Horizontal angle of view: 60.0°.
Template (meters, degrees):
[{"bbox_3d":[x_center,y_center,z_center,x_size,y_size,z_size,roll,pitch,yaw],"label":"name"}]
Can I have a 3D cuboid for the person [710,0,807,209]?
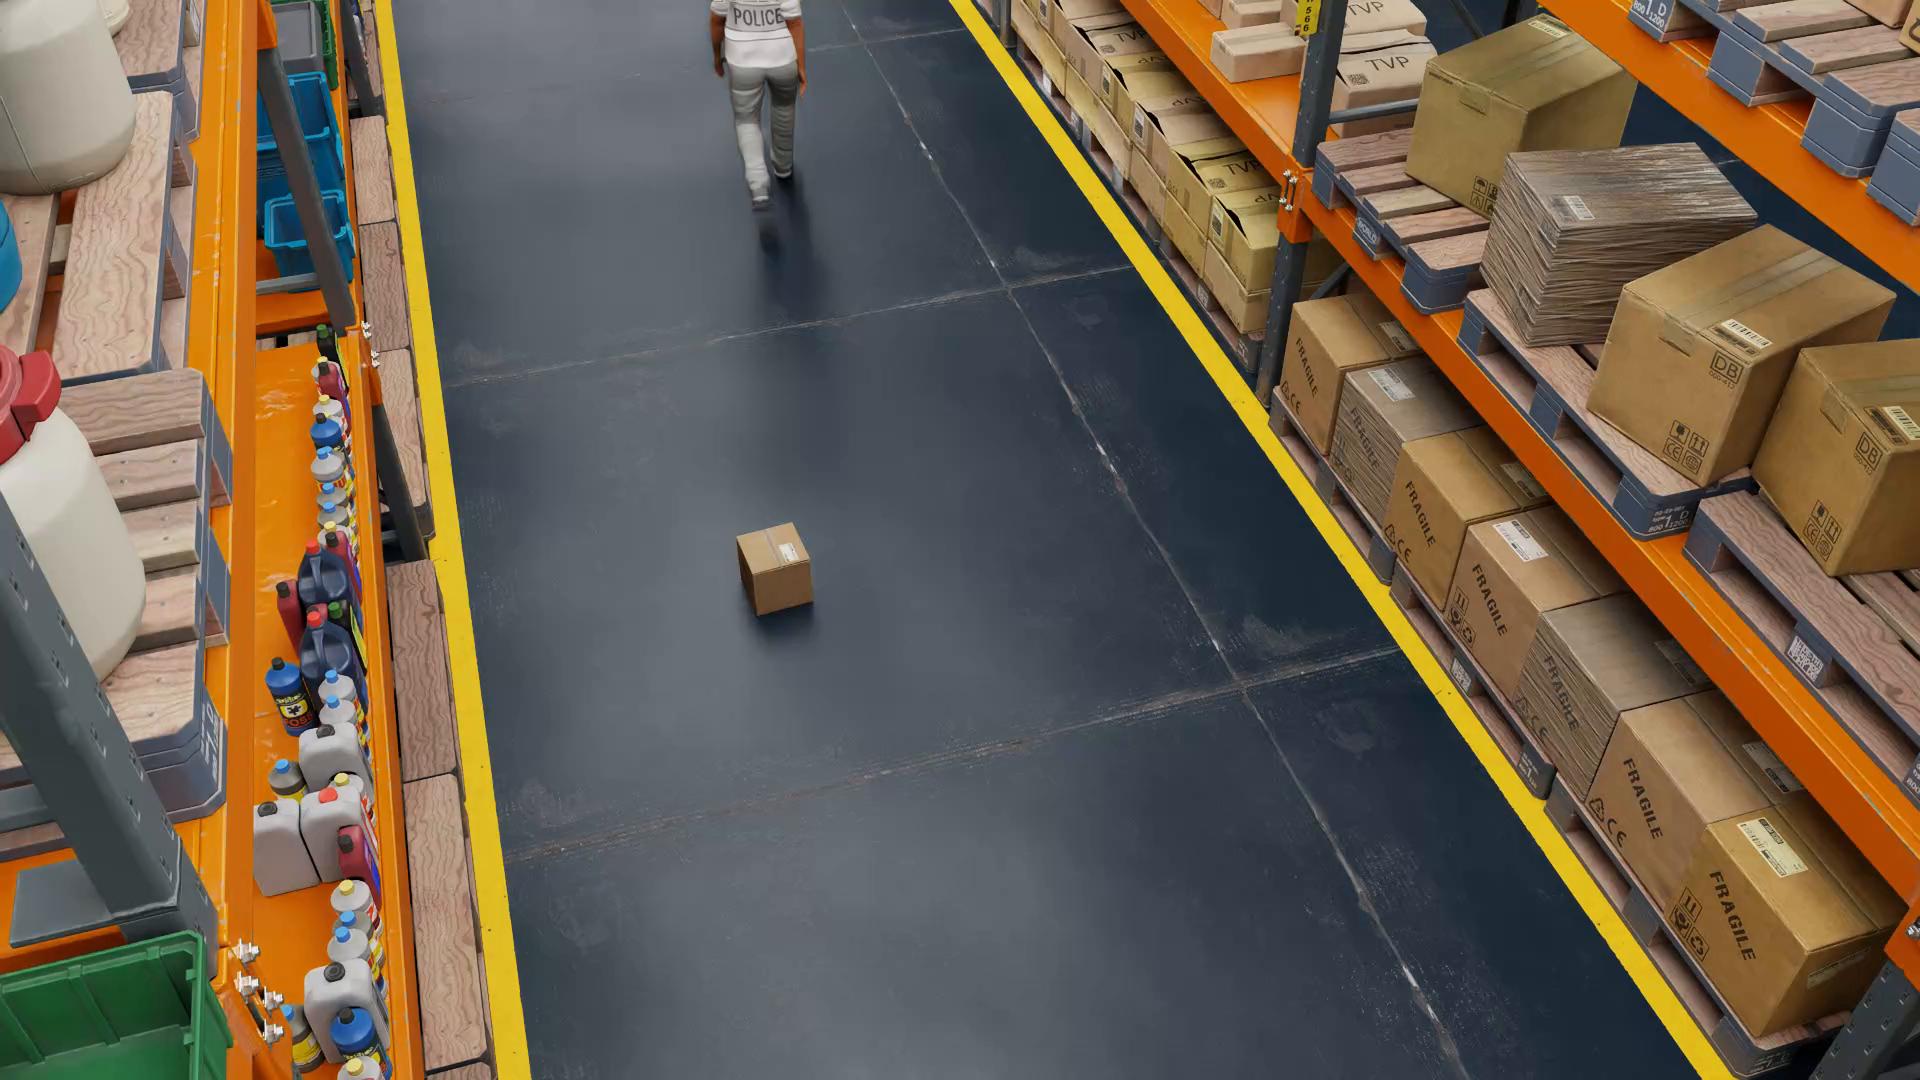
[{"bbox_3d":[-1.082,-2.590,8.976,0.490,1.625,0.890,-6,43,-7],"label":"person"}]
